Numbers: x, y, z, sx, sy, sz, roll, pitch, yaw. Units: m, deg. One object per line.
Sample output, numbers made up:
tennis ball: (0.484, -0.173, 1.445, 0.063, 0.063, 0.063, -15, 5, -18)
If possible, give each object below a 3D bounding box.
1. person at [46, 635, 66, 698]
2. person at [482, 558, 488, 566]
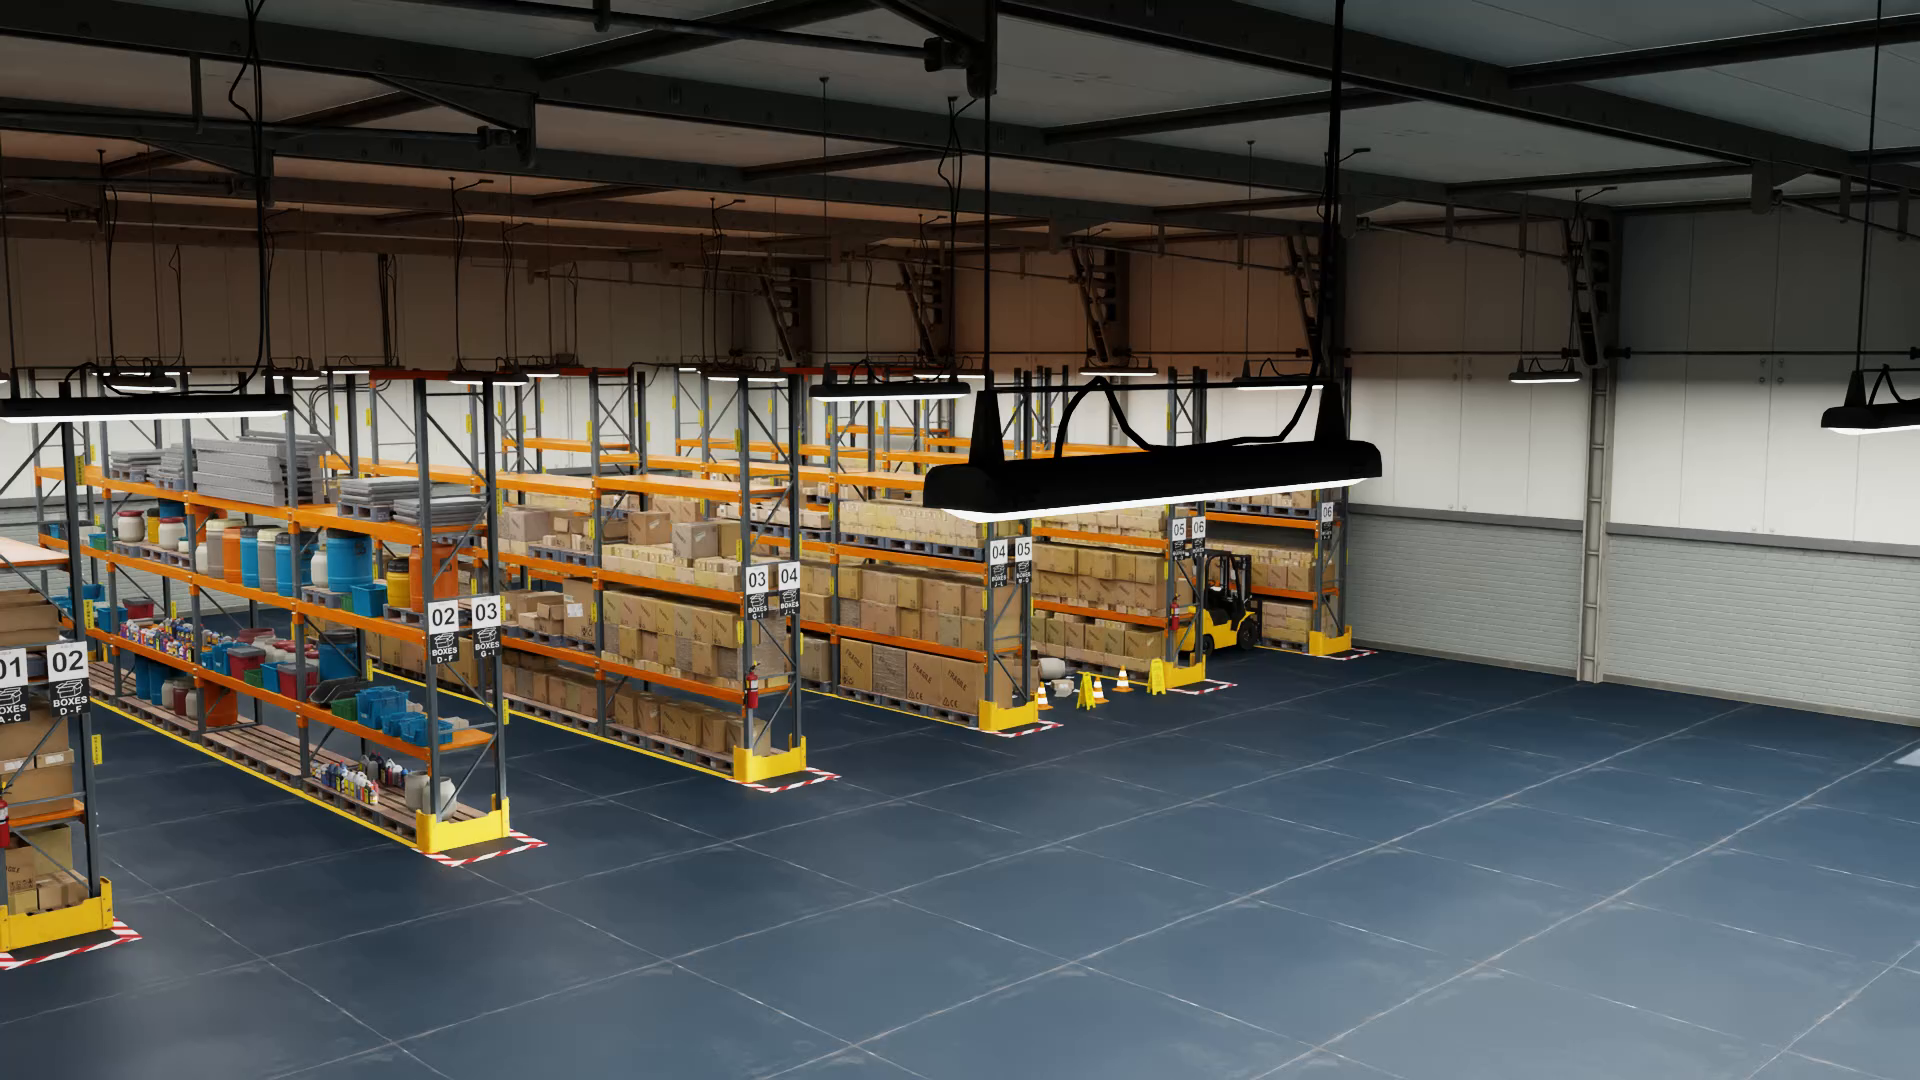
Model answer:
person: (-15.619, 2.226, 28.616, 0.598, 1.753, 0.531, -5, 8, -35)
person: (-12.132, 0.727, 42.571, 0.441, 1.595, 0.450, 2, 7, 14)
